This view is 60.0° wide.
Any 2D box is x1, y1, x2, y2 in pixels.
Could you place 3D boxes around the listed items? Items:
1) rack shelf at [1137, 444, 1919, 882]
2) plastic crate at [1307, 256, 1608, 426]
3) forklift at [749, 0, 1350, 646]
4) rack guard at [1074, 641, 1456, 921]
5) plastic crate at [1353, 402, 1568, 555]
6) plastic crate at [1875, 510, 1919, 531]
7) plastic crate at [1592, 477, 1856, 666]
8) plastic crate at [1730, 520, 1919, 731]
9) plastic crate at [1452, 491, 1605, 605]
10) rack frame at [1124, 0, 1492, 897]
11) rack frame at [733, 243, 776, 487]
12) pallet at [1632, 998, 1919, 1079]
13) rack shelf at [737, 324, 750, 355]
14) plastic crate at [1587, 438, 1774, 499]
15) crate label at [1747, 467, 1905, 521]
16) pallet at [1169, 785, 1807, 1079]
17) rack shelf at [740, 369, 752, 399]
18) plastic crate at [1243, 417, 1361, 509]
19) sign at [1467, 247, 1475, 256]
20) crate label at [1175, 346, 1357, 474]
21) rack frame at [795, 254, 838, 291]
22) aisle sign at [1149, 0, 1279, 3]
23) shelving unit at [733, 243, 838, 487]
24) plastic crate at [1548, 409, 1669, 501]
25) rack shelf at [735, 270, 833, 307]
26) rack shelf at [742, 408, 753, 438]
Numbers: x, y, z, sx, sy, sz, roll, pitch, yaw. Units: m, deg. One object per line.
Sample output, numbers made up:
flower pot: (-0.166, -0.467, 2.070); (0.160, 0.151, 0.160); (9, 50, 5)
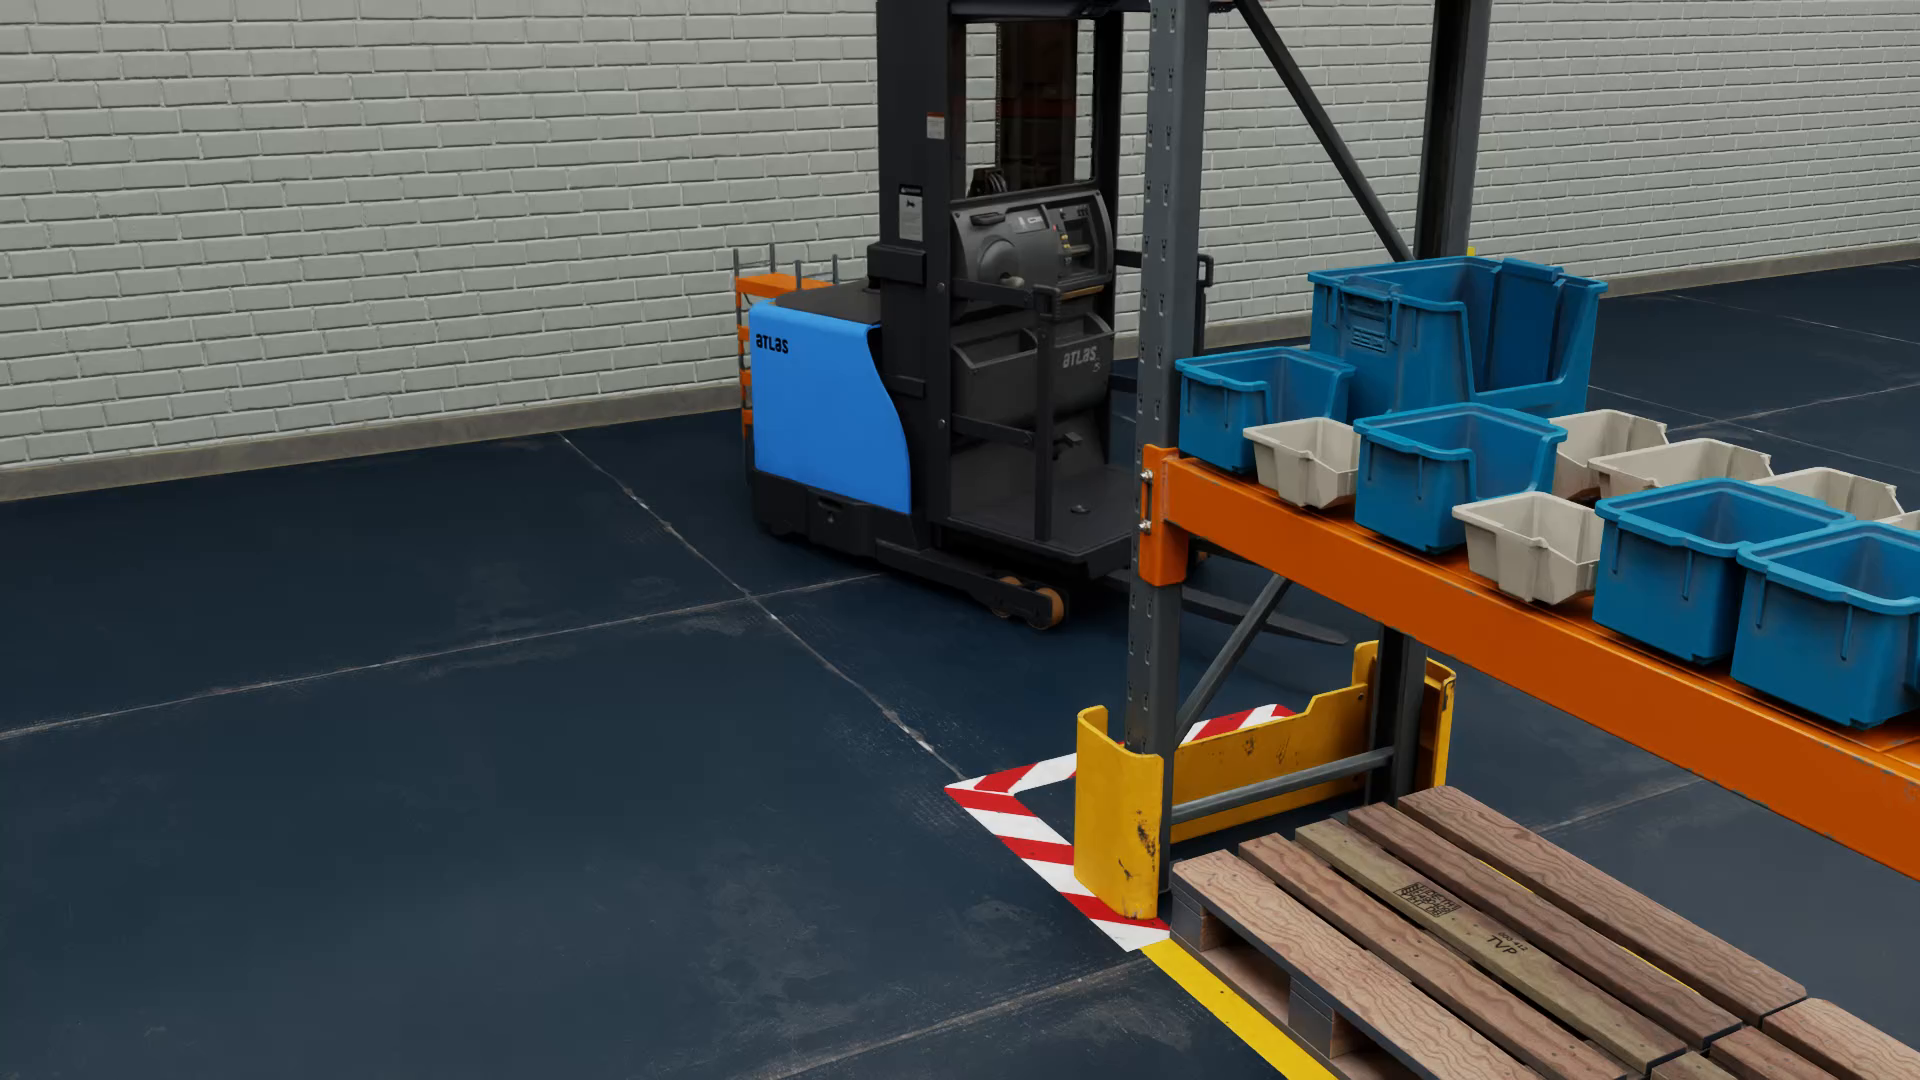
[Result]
rack shelf: (1.875, 0.420, 2.920); (1.077, 0.370, 4.000); (-10, 21, -27)
plastic crate: (1.248, -0.473, 4.256); (0.616, 0.435, 0.499); (-10, 21, -27)
forklift: (0.464, -1.220, 6.674); (3.031, 2.935, 1.130); (17, 25, 40)
rack guard: (0.902, 0.682, 4.888); (1.175, 0.500, 0.348); (-10, 21, -27)
plastic crate: (1.065, -0.133, 3.583); (0.416, 0.233, 0.300); (-10, 21, -27)
plastic crate: (1.907, 0.051, 3.196); (0.298, 0.136, 0.250); (-10, 21, -27)
plastic crate: (1.378, 0.056, 3.035); (0.416, 0.233, 0.300); (-10, 21, -27)
plastic crate: (1.520, 0.142, 2.786); (0.416, 0.233, 0.300); (-10, 21, -27)
plastic crate: (1.154, 0.023, 3.278); (0.250, 0.136, 0.298); (-10, 21, -27)
rack frame: (0.925, -0.495, 4.466); (1.000, 3.000, 0.127); (-10, 21, -27)
rack frame: (-1.000, -0.865, 8.298); (0.240, 1.200, 0.015); (-17, 25, -40)
pallet: (1.858, 1.416, 3.204); (1.003, 0.211, 1.213); (-10, 21, -27)
rack shelf: (-0.834, -0.957, 8.079); (0.258, 0.148, 0.480); (-17, 25, -40)
plastic crate: (1.597, -0.107, 3.655); (0.396, 0.136, 0.243); (-10, 21, -27)
crate label: (1.750, -0.031, 3.434); (0.396, 0.136, 0.243); (-10, 21, -27)
pallet: (1.282, 1.066, 4.218); (1.003, 0.211, 1.213); (-10, 21, -27)
rack shelf: (-0.833, -0.745, 8.151); (0.258, 0.148, 0.480); (-17, 25, -40)
plastic crate: (0.832, -0.172, 3.842); (0.250, 0.136, 0.298); (-10, 21, -27)
sign: (1.401, -0.662, 4.700); (0.100, 0.325, 0.005); (-10, 21, -27)
crate label: (0.753, -0.322, 4.131); (0.416, 0.233, 0.303); (-10, 21, -27)
rack frame: (-0.666, -0.753, 7.960); (0.240, 1.200, 0.015); (-17, 25, -40)
aisle sign: (0.629, -1.698, 3.969); (0.394, 0.787, 0.004); (-10, 21, -27)
shelving unit: (-0.833, -0.809, 8.129); (0.258, 1.200, 0.503); (-17, 25, -40)
plastic crate: (1.472, -0.192, 3.902); (0.396, 0.136, 0.243); (-10, 21, -27)
rack shelf: (-0.836, -1.181, 8.003); (0.258, 0.148, 0.480); (-17, 25, -40)
rack shelf: (-0.831, -0.557, 8.214); (0.258, 0.148, 0.480); (-17, 25, -40)
